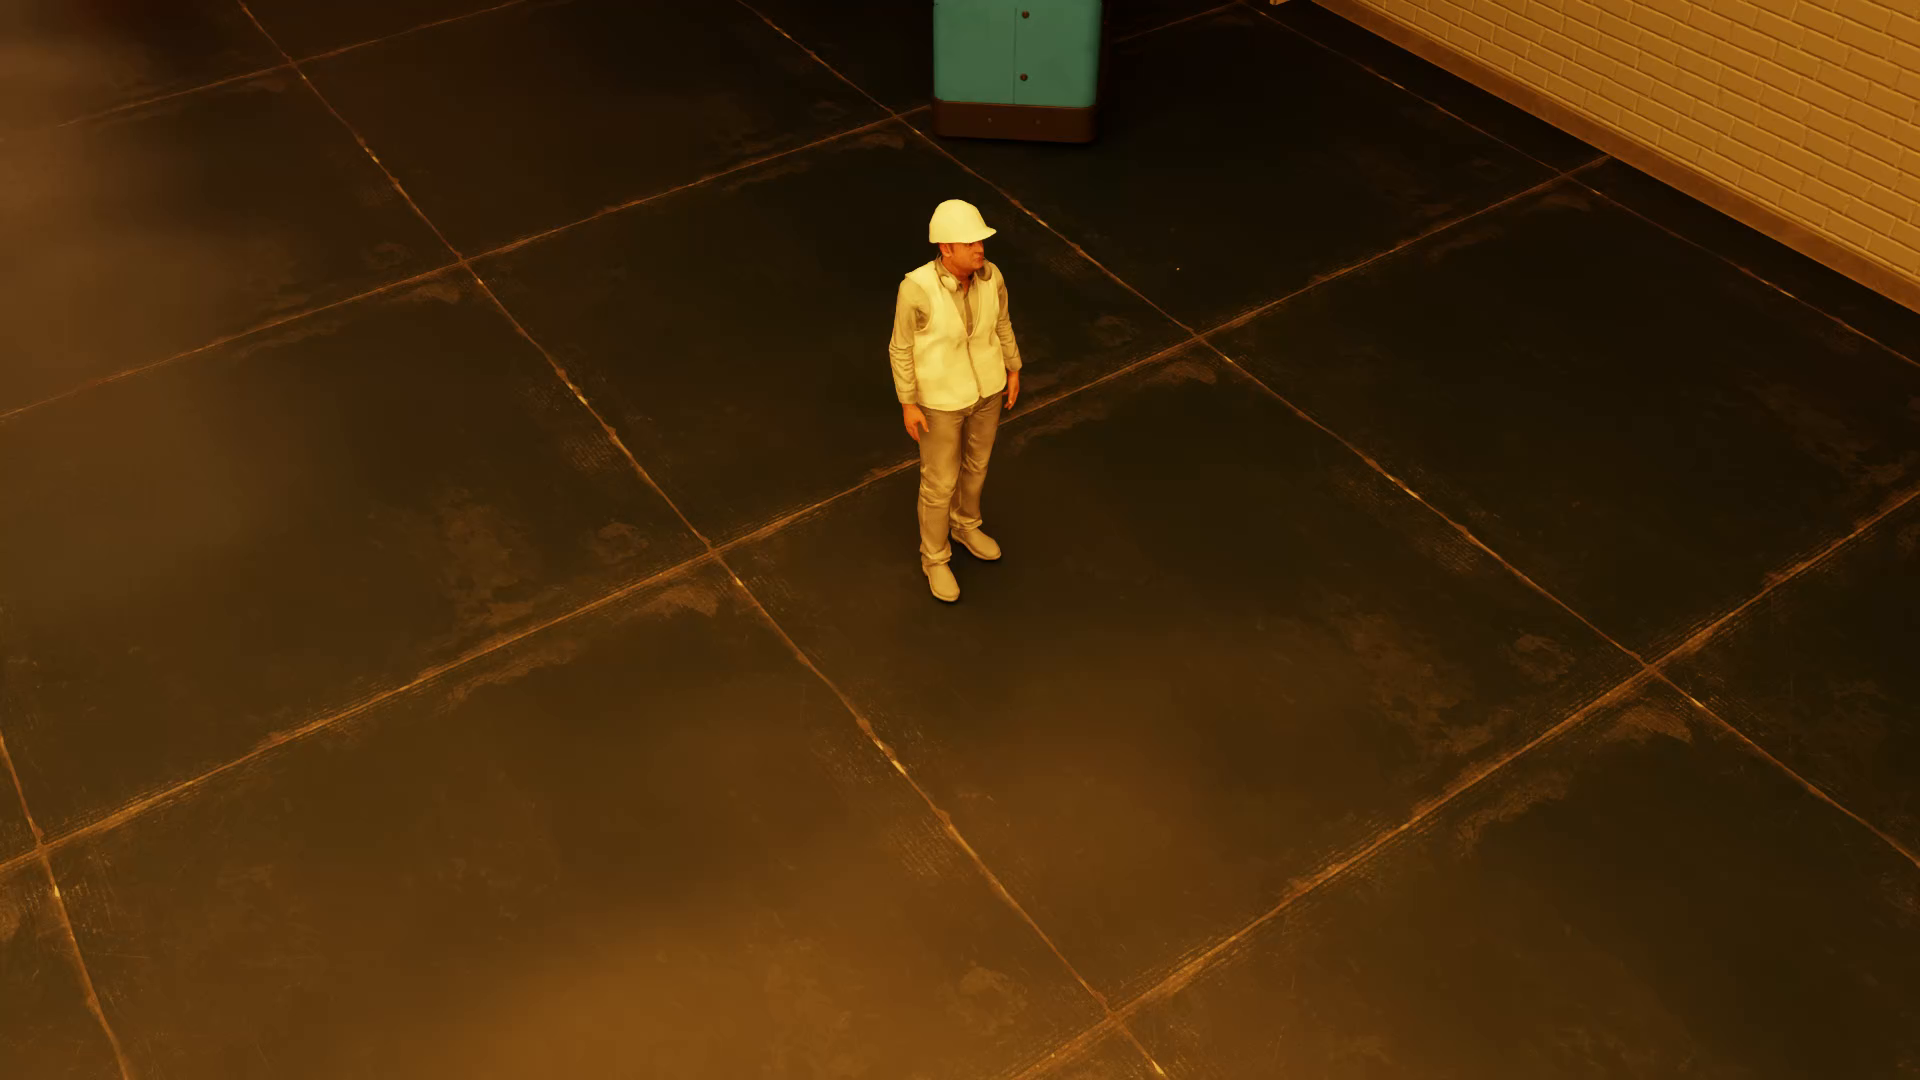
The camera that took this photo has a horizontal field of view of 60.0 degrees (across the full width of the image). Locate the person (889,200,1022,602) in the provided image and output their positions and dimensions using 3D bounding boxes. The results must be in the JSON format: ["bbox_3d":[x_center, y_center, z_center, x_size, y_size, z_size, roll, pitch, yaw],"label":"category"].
[{"bbox_3d":[0.029,-0.620,7.231,0.632,1.773,0.568,-25,48,-25],"label":"person"}]

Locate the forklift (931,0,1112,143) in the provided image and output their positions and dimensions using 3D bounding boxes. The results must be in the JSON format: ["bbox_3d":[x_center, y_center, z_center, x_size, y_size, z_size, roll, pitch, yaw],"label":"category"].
[{"bbox_3d":[0.490,-4.577,10.682,1.130,2.935,3.031,4,43,4],"label":"forklift"}]
